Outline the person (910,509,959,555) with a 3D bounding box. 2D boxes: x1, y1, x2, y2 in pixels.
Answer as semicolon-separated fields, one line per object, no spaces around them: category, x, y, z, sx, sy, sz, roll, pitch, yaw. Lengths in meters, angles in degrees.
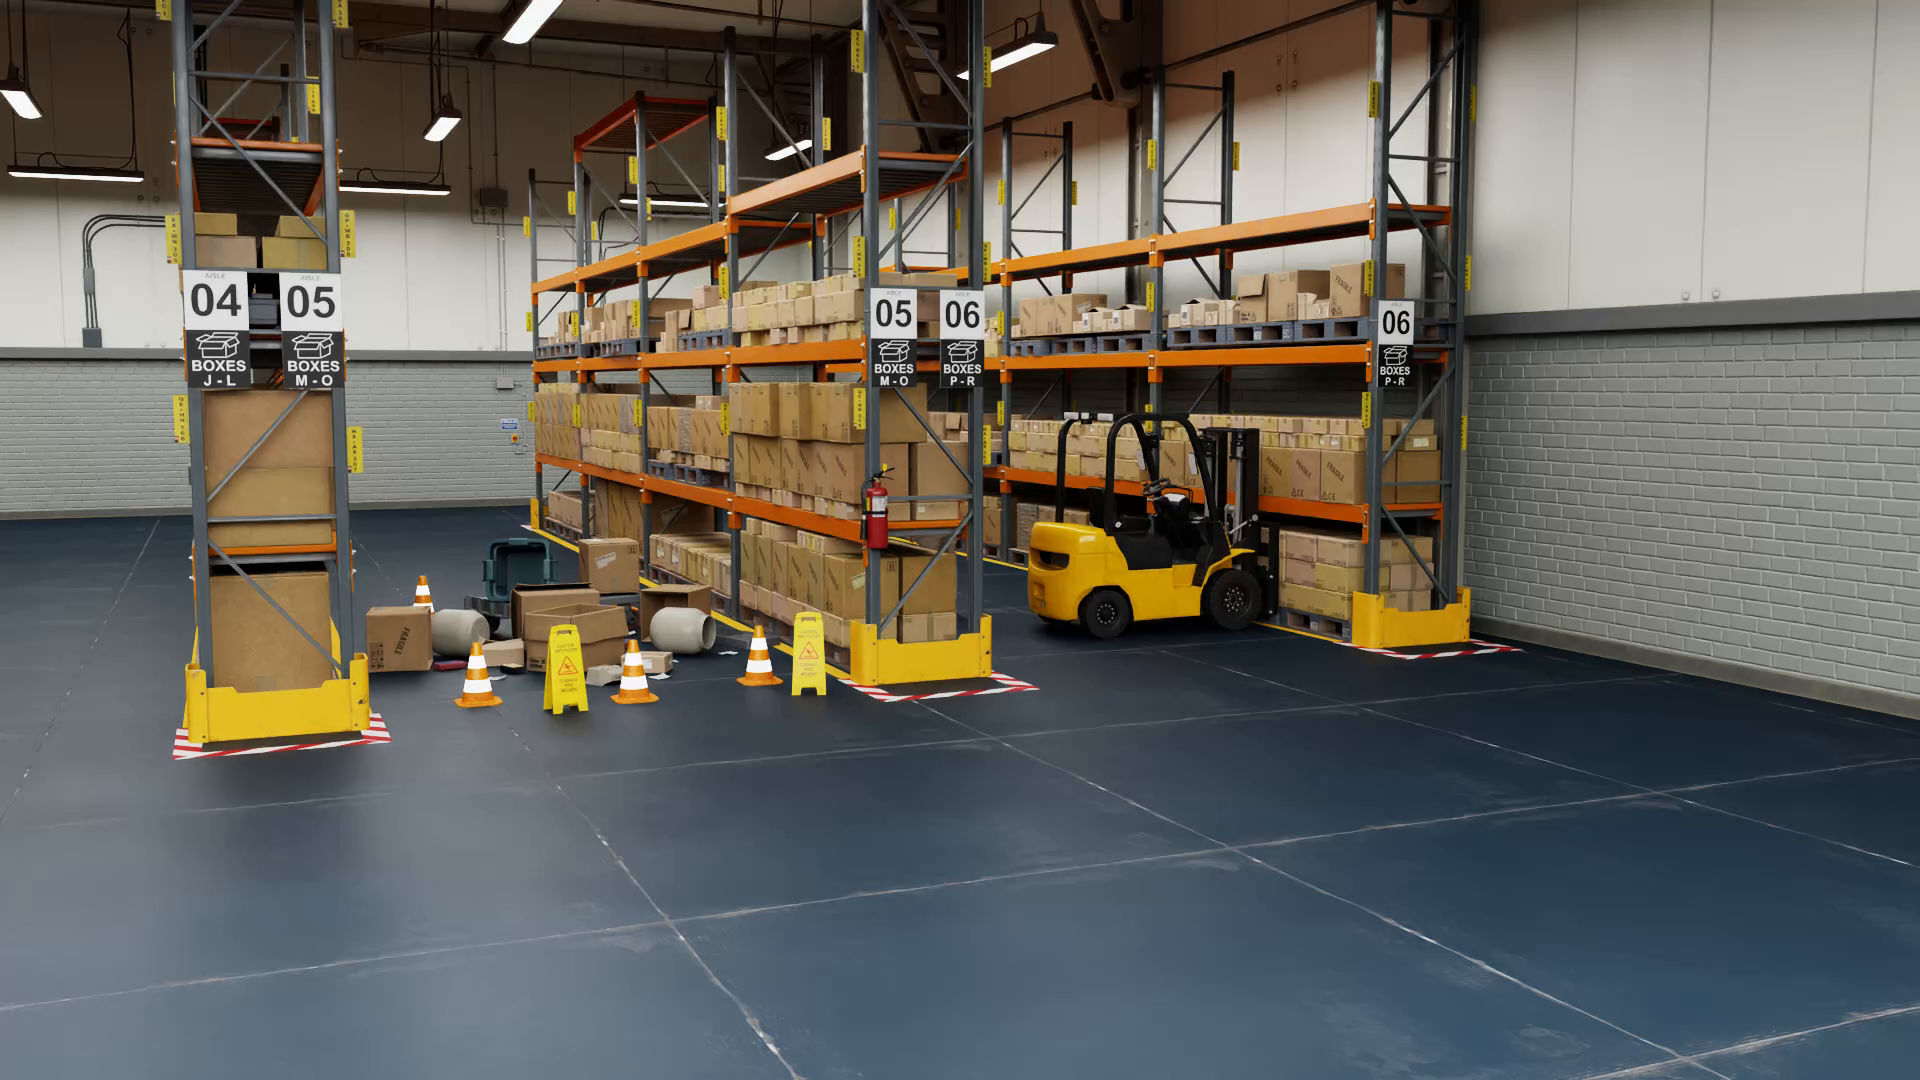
person;-0.265;-0.068;17.691;0.581;1.787;0.378;-4;7;-35
